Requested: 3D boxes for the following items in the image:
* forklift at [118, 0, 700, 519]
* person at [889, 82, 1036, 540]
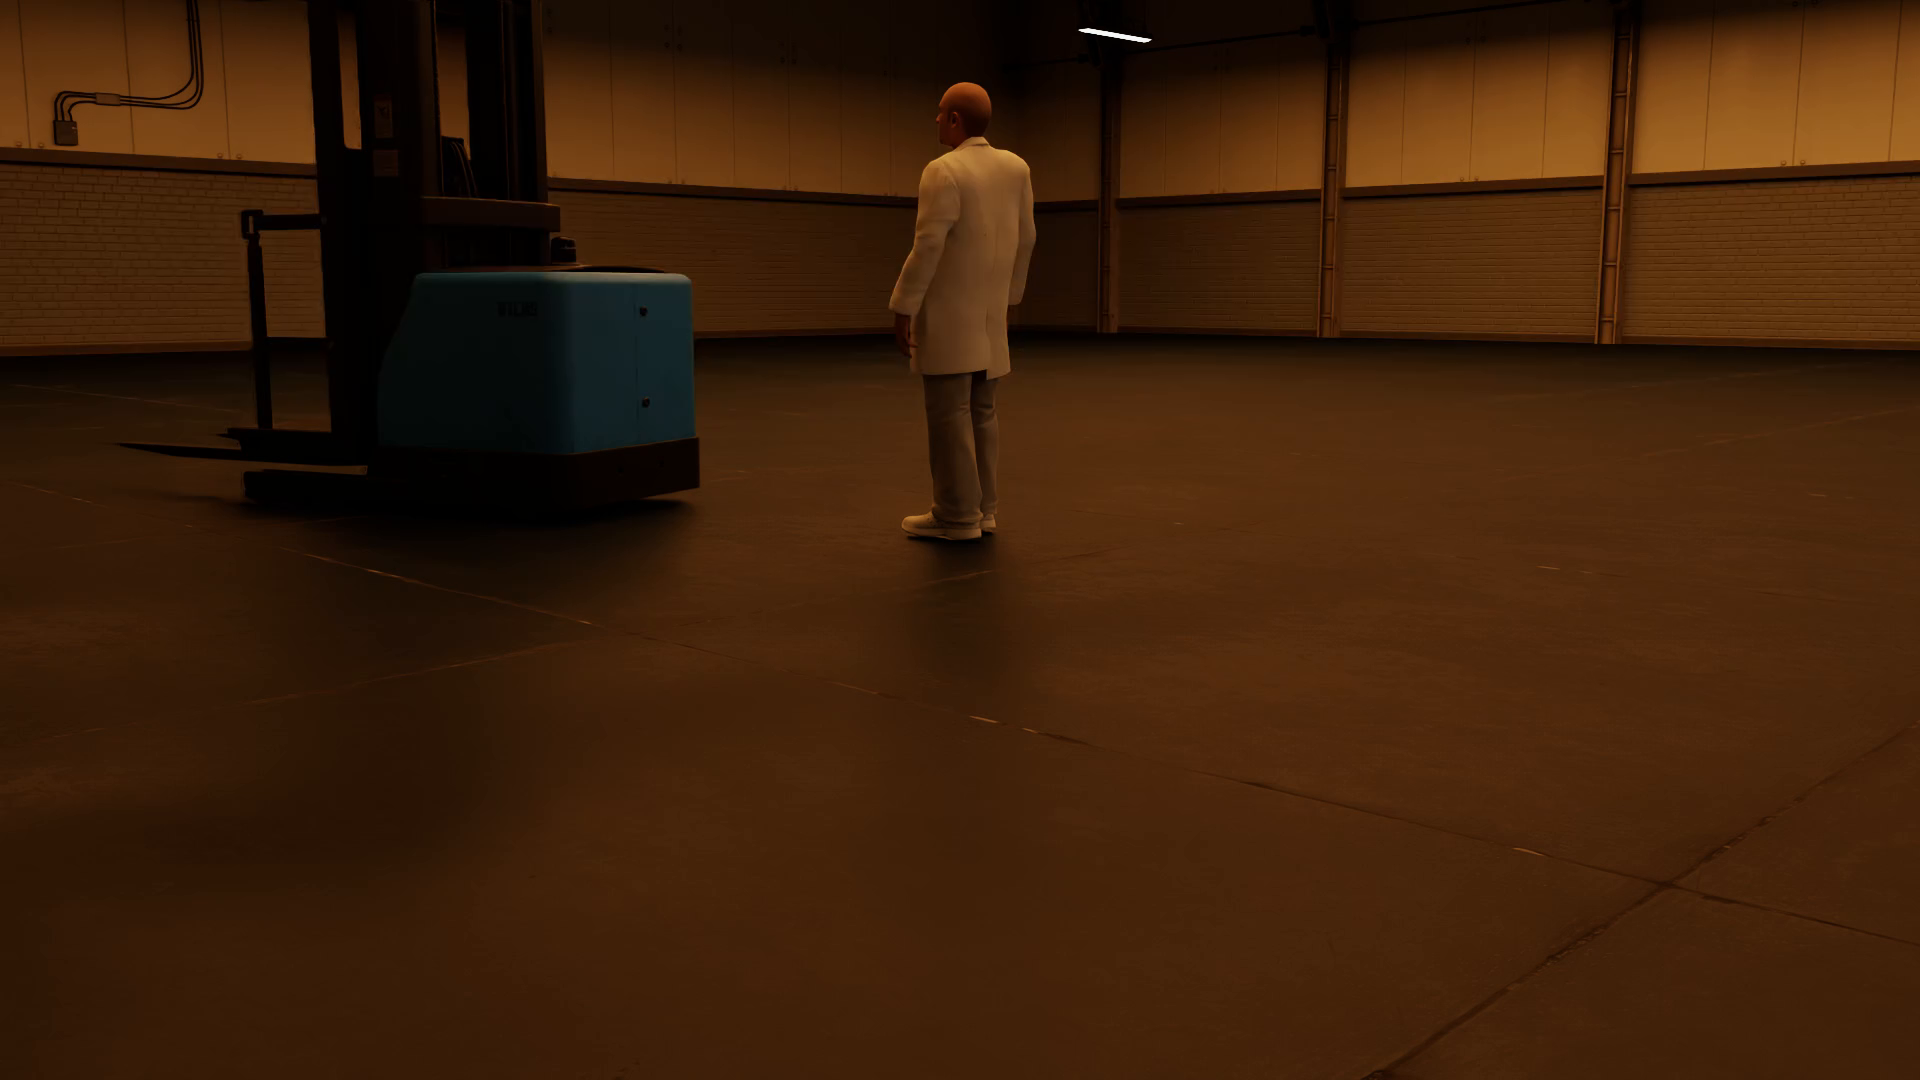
[{"bbox_3d":[-2.791,-1.665,7.933,3.031,2.935,1.130,4,10,26],"label":"forklift"},{"bbox_3d":[-0.063,-0.897,6.649,0.578,1.778,0.698,8,12,43],"label":"person"}]
